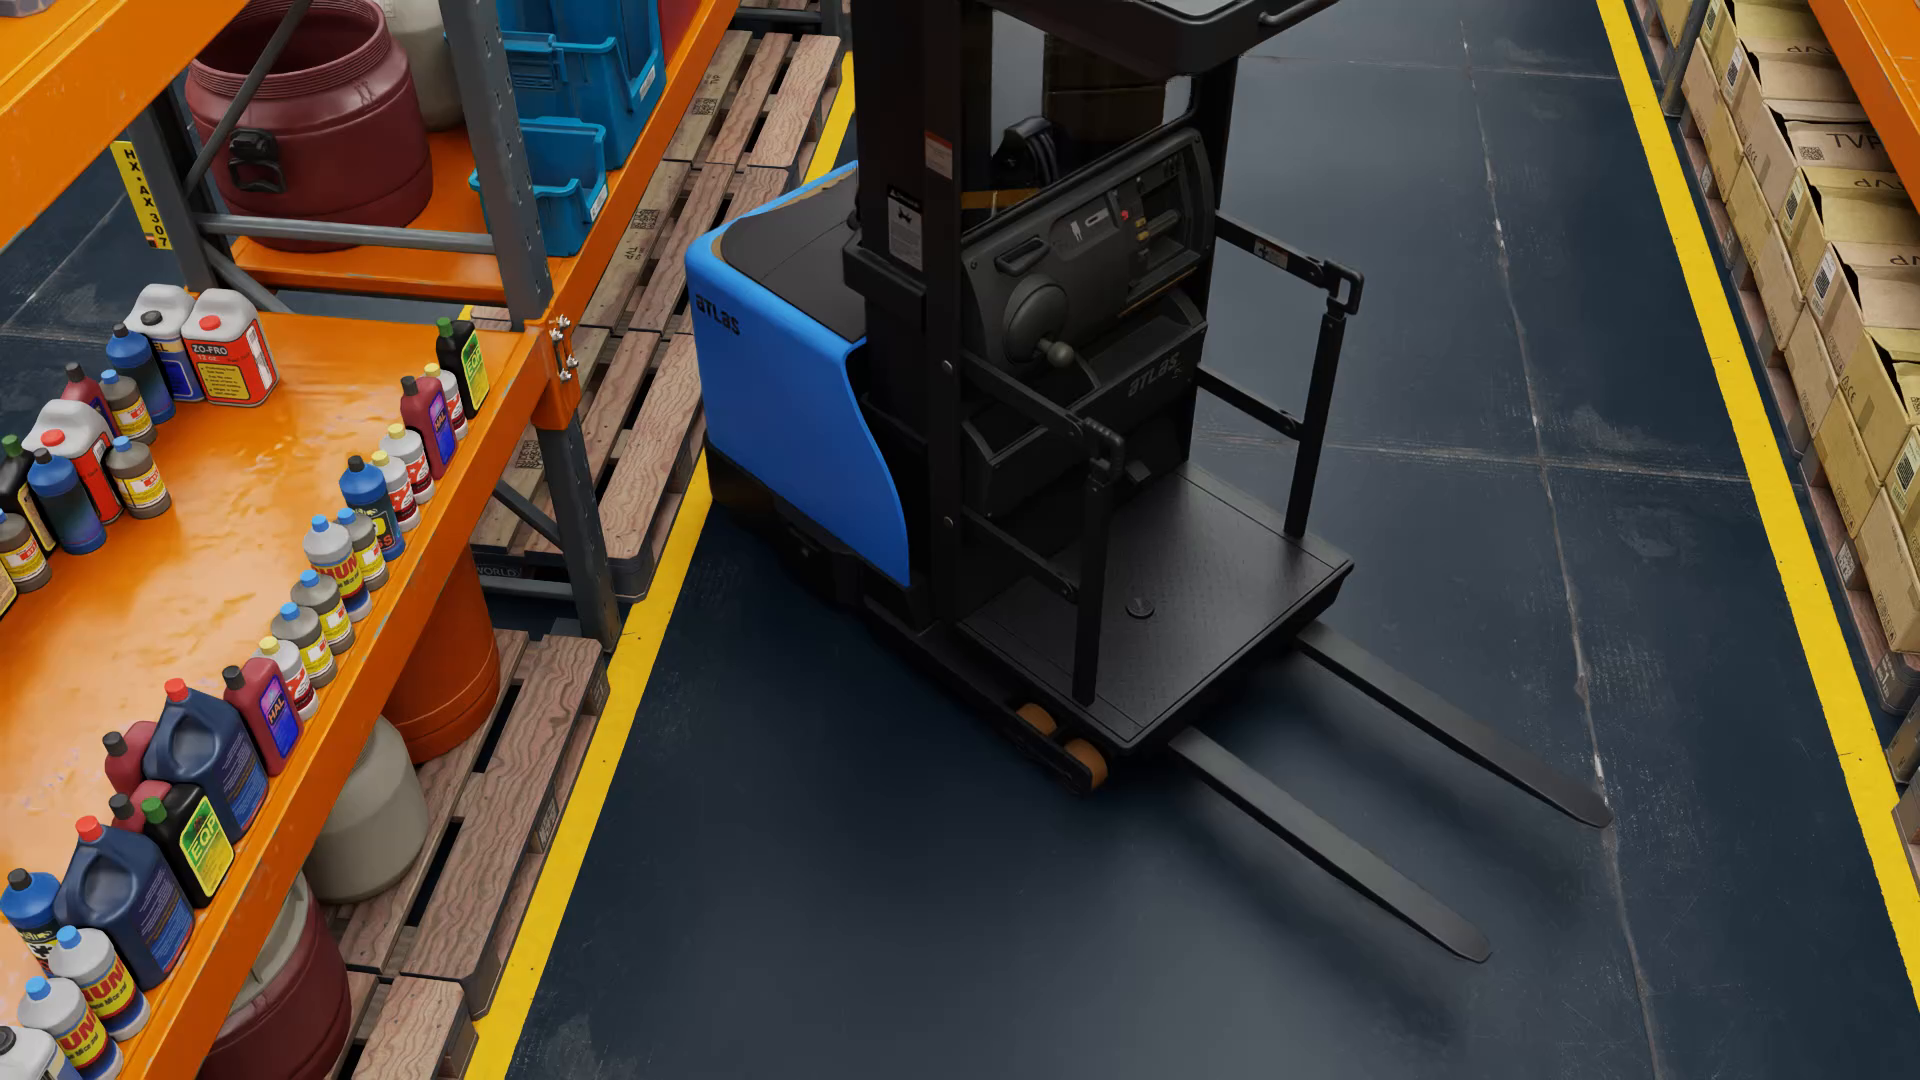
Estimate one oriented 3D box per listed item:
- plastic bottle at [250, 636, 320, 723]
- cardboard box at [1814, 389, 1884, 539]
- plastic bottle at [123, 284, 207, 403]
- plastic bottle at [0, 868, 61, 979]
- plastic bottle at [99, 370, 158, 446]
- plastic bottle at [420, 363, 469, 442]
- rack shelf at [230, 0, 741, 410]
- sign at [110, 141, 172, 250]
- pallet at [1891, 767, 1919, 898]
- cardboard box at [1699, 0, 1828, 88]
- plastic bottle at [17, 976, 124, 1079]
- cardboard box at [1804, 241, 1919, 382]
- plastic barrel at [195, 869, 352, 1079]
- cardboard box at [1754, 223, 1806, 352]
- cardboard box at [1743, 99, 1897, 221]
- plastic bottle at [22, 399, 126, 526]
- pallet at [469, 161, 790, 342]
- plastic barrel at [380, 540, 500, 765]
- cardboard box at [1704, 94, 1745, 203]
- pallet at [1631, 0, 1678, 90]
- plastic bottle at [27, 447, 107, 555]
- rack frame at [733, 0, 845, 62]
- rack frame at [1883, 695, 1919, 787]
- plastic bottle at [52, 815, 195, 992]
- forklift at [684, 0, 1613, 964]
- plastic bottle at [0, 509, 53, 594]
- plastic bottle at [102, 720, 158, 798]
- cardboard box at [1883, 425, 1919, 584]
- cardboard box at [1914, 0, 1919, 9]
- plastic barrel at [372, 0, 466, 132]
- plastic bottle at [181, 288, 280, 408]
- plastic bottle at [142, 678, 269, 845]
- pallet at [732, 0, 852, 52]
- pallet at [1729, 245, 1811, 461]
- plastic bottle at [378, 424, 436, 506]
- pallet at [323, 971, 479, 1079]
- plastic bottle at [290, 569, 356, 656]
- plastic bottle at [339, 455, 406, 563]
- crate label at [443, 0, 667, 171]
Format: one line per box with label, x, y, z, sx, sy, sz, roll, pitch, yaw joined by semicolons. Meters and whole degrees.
plastic bottle;-1.393;0.279;3.418;0.097;0.201;0.097;0;43;0
cardboard box;3.193;-0.240;5.516;0.500;0.250;0.500;5;44;5
plastic bottle;-1.986;-0.495;4.182;0.152;0.276;0.135;5;44;6
plastic bottle;-1.620;0.675;2.950;0.097;0.271;0.097;0;43;0
plastic bottle;-2.042;-0.325;4.057;0.097;0.201;0.097;0;43;0
plastic bottle;-1.273;-0.342;4.074;0.097;0.201;0.097;0;43;0
rack shelf;-1.344;-1.908;6.106;1.077;0.370;4.000;5;44;6
sign;-2.155;-0.910;4.411;0.100;0.325;0.005;5;44;6
pallet;3.164;1.165;4.366;1.003;0.211;1.213;5;44;6
cardboard box;3.528;-2.178;7.155;0.500;0.311;0.500;5;44;6
plastic bottle;-1.503;0.820;2.796;0.097;0.271;0.097;0;43;0
cardboard box;3.257;-0.789;5.688;0.500;0.311;0.500;5;44;5
plastic barrel;-1.806;1.022;3.938;0.600;0.588;0.708;5;44;6
cardboard box;3.328;-0.933;6.248;0.500;0.250;0.500;6;44;6
cardboard box;3.389;-1.484;6.423;0.500;0.311;0.500;4;44;4
plastic bottle;-2.048;-0.180;3.849;0.152;0.276;0.135;5;44;6
pallet;-1.304;-1.147;6.808;1.003;0.211;1.213;5;44;6
plastic barrel;-1.657;0.164;4.668;0.600;0.830;0.708;5;44;6
cardboard box;3.462;-1.633;6.987;0.500;0.250;0.500;6;44;7
pallet;3.976;-2.605;8.348;1.003;0.211;1.213;5;44;6
plastic bottle;-2.030;-0.096;3.764;0.097;0.271;0.097;0;43;0
rack frame;-1.080;-3.532;7.299;1.000;3.000;0.127;5;44;6
rack frame;3.301;-0.353;3.941;1.000;3.000;0.127;5;44;6
plastic bottle;-1.495;0.627;2.942;0.144;0.351;0.185;5;44;6
forklift;0.515;-0.715;4.373;1.130;2.935;3.031;-34;53;-31
plastic bottle;-2.108;0.014;3.698;0.097;0.201;0.097;0;43;0
plastic bottle;-1.558;0.443;3.186;0.061;0.283;0.133;5;44;6
cardboard box;3.126;-0.090;4.950;0.500;0.311;0.500;6;44;7
cardboard box;3.576;-1.893;5.495;0.500;0.500;0.500;5;44;6
plastic barrel;-1.685;-1.567;5.142;0.421;0.512;0.421;0;43;0
plastic bottle;-1.836;-0.482;4.167;0.152;0.276;0.135;5;44;6
plastic bottle;-1.453;0.410;3.171;0.144;0.351;0.185;5;44;6
pallet;-0.950;-2.973;8.737;1.003;0.211;1.213;5;44;6
pallet;3.612;-0.727;6.365;1.003;0.211;1.213;5;44;6
plastic bottle;-1.303;-0.185;3.908;0.097;0.201;0.097;0;43;0
pallet;-1.835;1.577;3.931;1.003;0.211;1.213;5;44;6
plastic bottle;-1.368;0.147;3.558;0.097;0.201;0.097;0;43;0
plastic bottle;-1.329;-0.078;3.744;0.097;0.271;0.097;0;43;0
crate label;-1.209;-1.471;5.097;0.502;0.435;0.616;5;44;6
